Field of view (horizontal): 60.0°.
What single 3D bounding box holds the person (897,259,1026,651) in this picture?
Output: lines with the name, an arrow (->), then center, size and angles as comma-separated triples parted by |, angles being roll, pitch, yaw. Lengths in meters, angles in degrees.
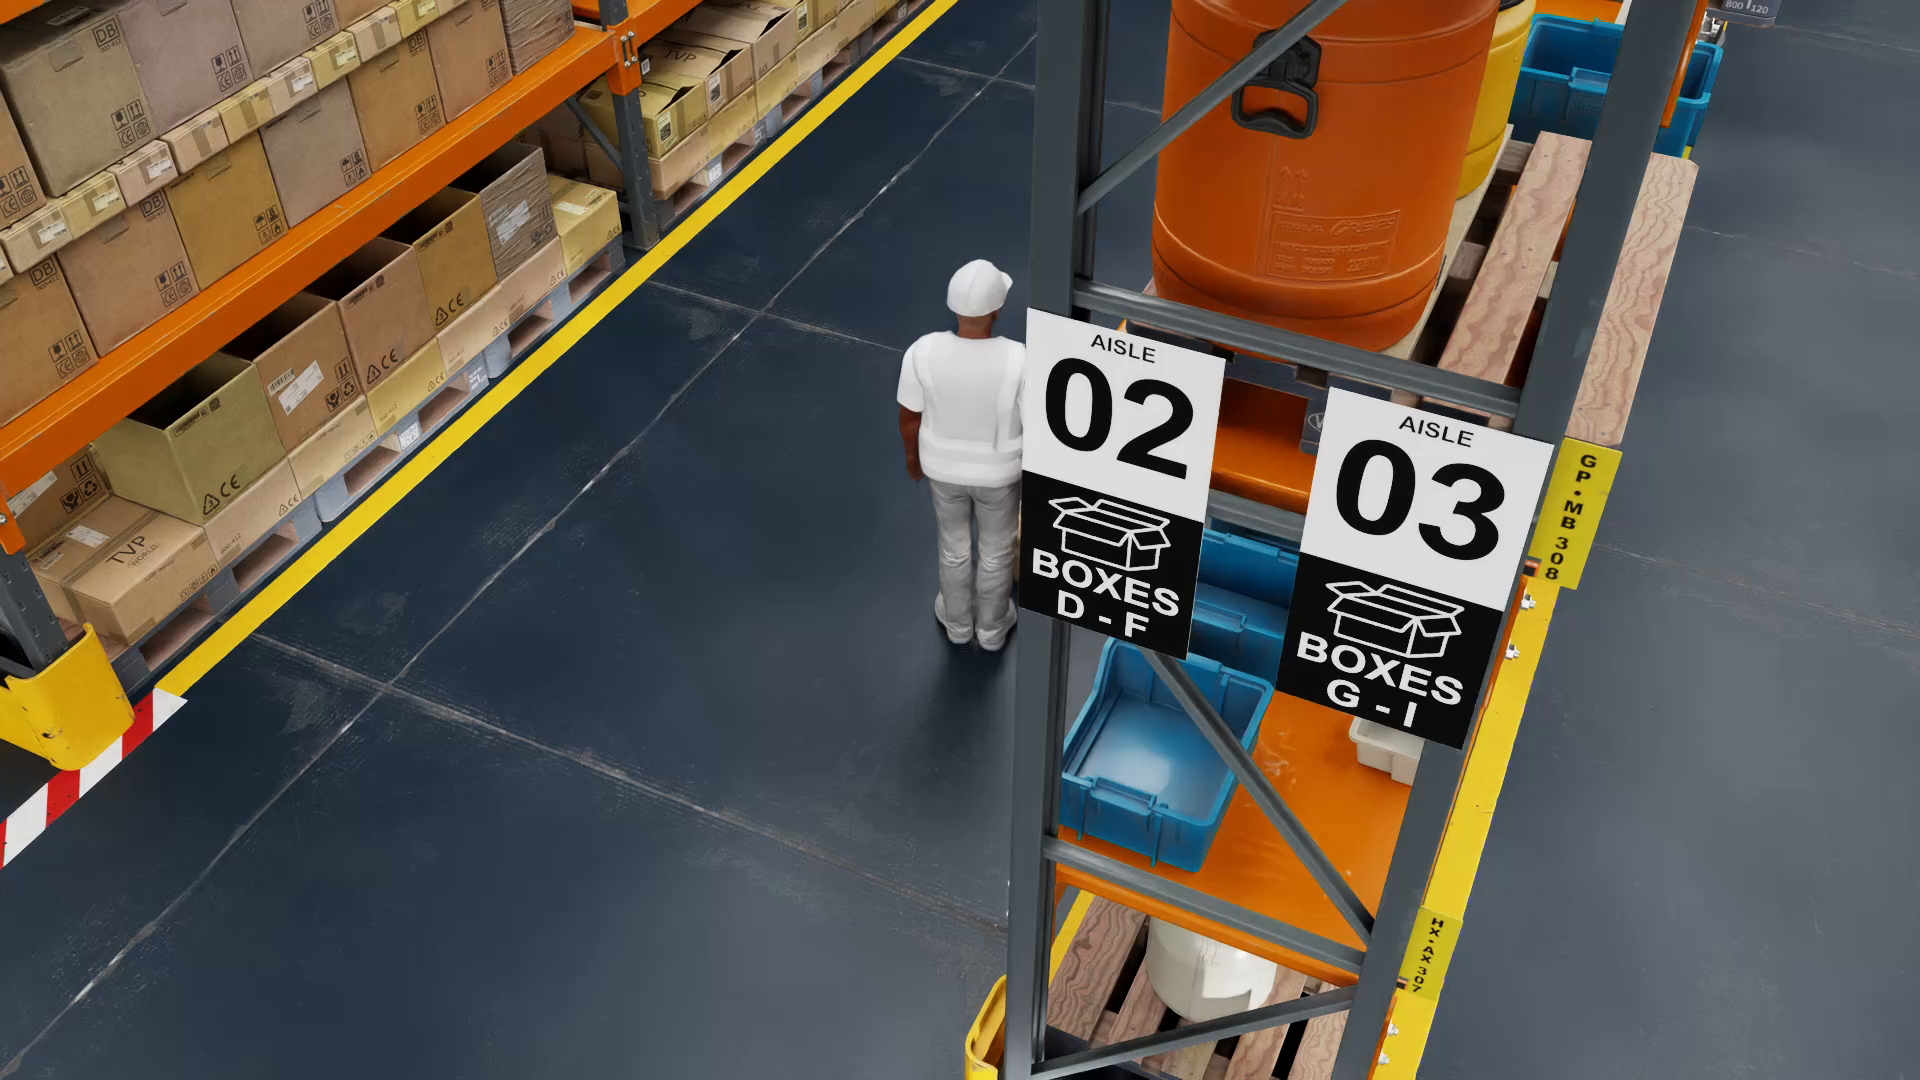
person -> 0.068, -0.301, 6.451 | 0.605, 1.766, 0.360 | 8, 42, 9
